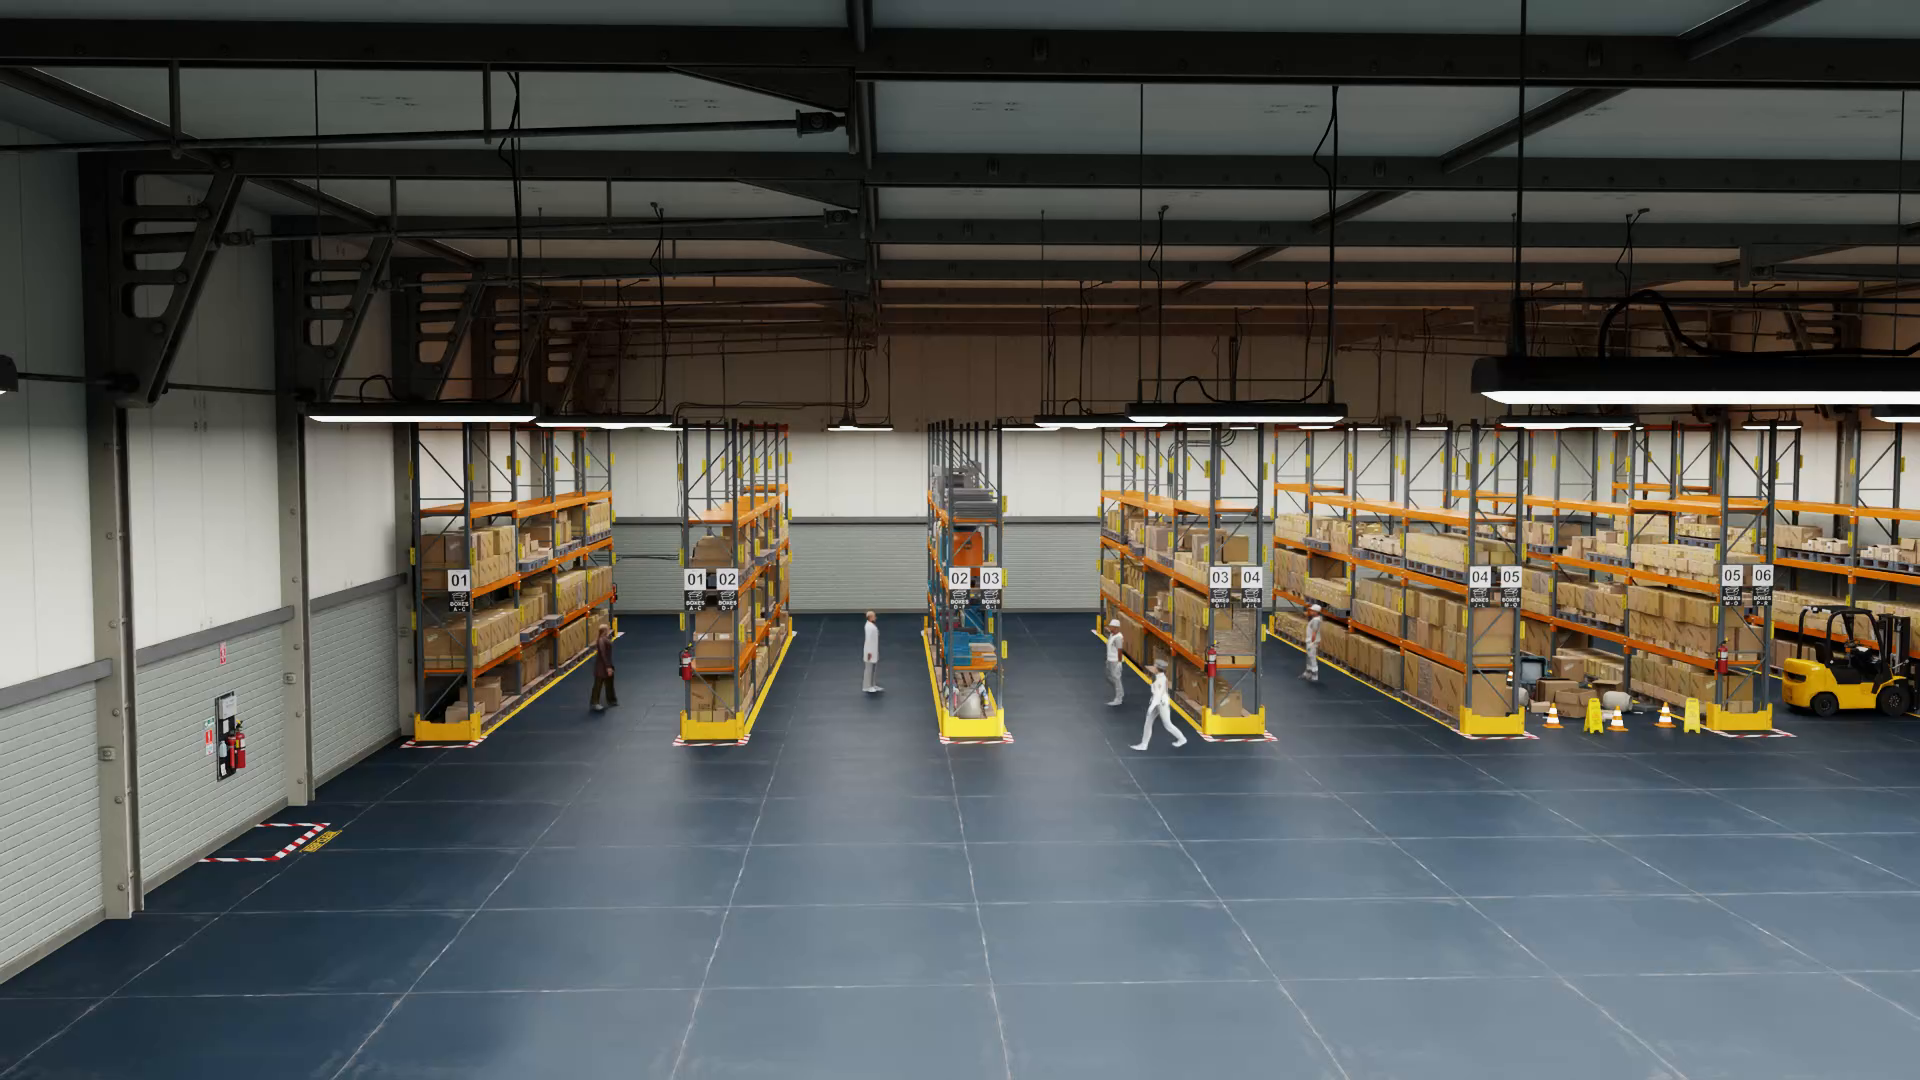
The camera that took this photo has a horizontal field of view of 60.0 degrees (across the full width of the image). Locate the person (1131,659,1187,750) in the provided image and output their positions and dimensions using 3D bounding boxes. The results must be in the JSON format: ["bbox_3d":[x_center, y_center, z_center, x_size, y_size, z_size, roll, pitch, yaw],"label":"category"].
[{"bbox_3d":[3.598,2.971,30.013,0.971,1.648,0.404,-2,4,-23],"label":"person"}]

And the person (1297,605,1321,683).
[{"bbox_3d":[8.063,2.375,38.478,0.655,1.785,0.564,2,4,31],"label":"person"}]

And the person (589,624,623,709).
[{"bbox_3d":[-7.387,2.638,34.585,0.578,1.821,0.715,0,4,3],"label":"person"}]

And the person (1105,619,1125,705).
[{"bbox_3d":[3.300,2.565,35.101,0.451,1.791,0.596,-1,4,-9],"label":"person"}]

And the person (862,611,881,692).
[{"bbox_3d":[-1.970,2.471,36.836,0.392,1.790,0.675,0,4,2],"label":"person"}]
